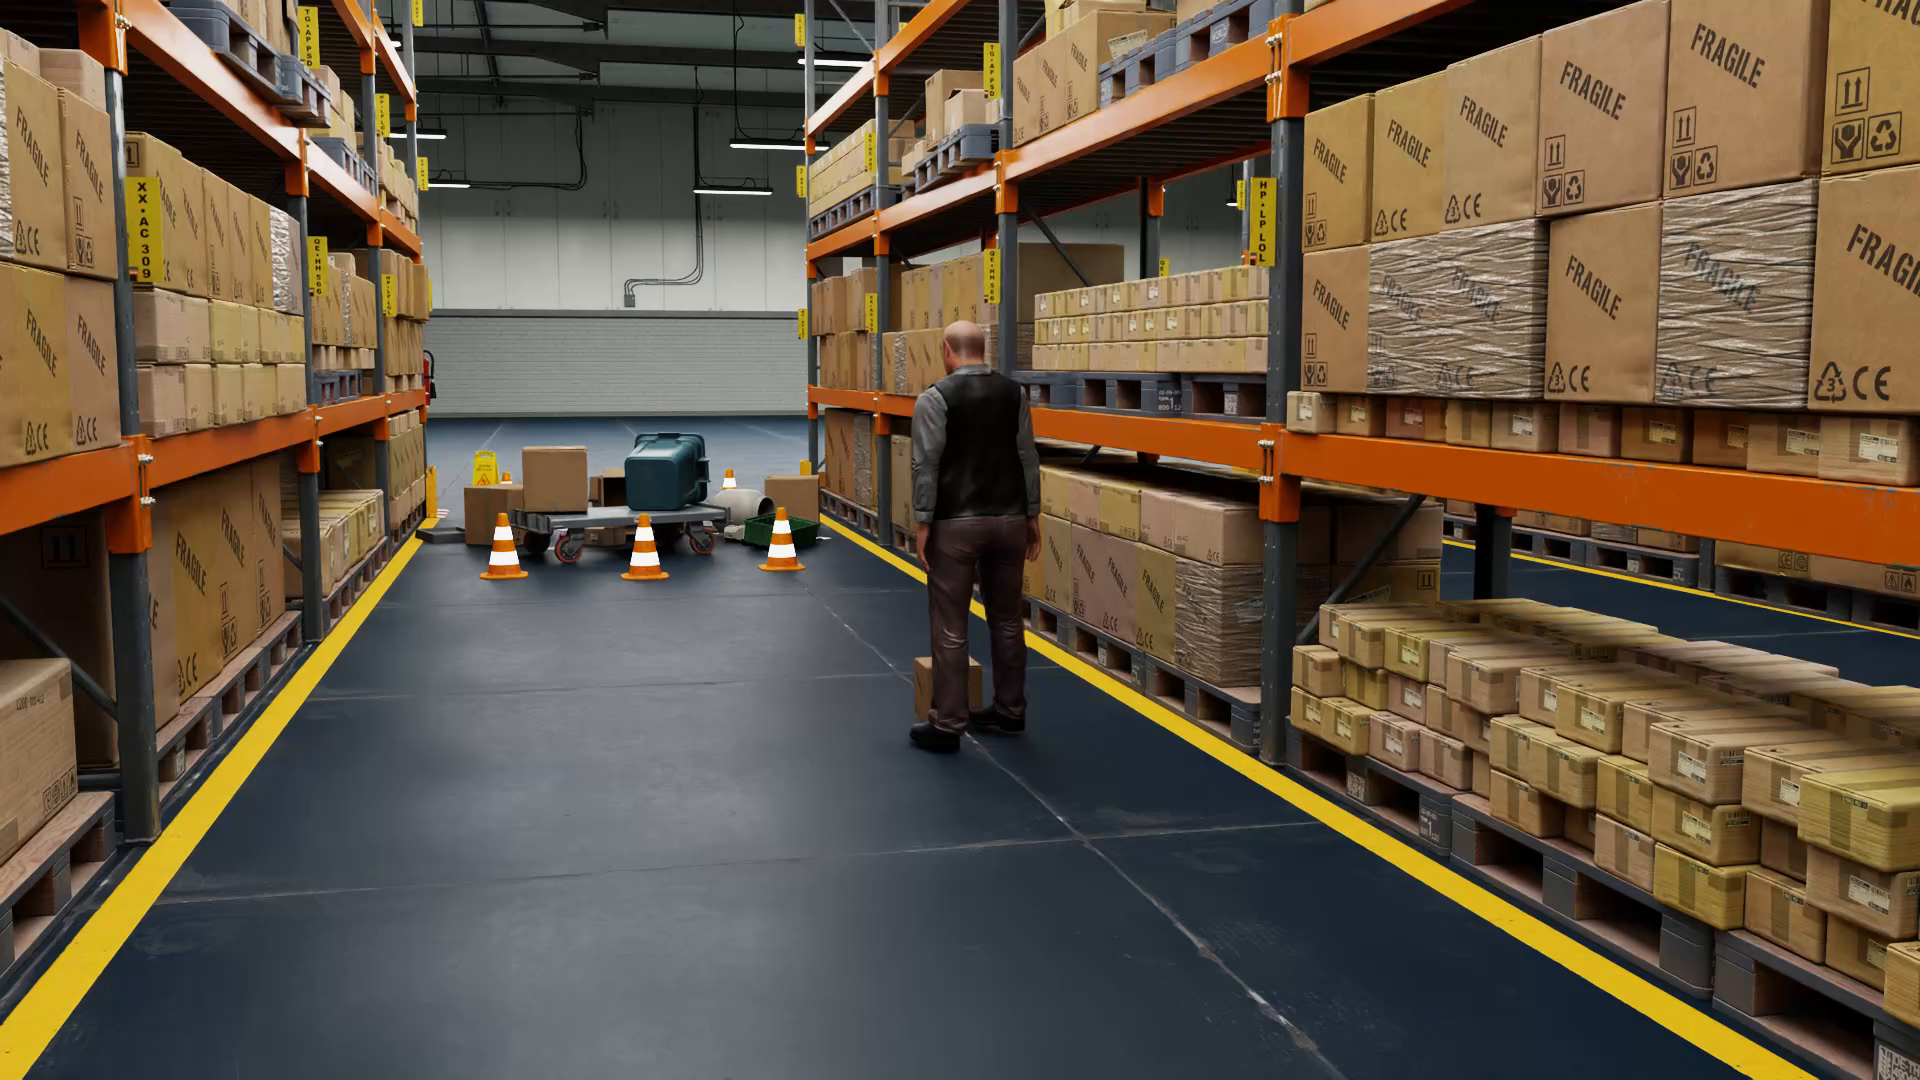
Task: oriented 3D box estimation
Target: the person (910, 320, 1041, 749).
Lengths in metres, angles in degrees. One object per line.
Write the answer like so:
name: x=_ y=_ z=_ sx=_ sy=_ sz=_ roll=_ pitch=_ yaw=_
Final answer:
person: x=0.035 y=-0.036 z=6.777 sx=0.582 sy=1.706 sz=0.463 roll=-3 pitch=7 yaw=-27
